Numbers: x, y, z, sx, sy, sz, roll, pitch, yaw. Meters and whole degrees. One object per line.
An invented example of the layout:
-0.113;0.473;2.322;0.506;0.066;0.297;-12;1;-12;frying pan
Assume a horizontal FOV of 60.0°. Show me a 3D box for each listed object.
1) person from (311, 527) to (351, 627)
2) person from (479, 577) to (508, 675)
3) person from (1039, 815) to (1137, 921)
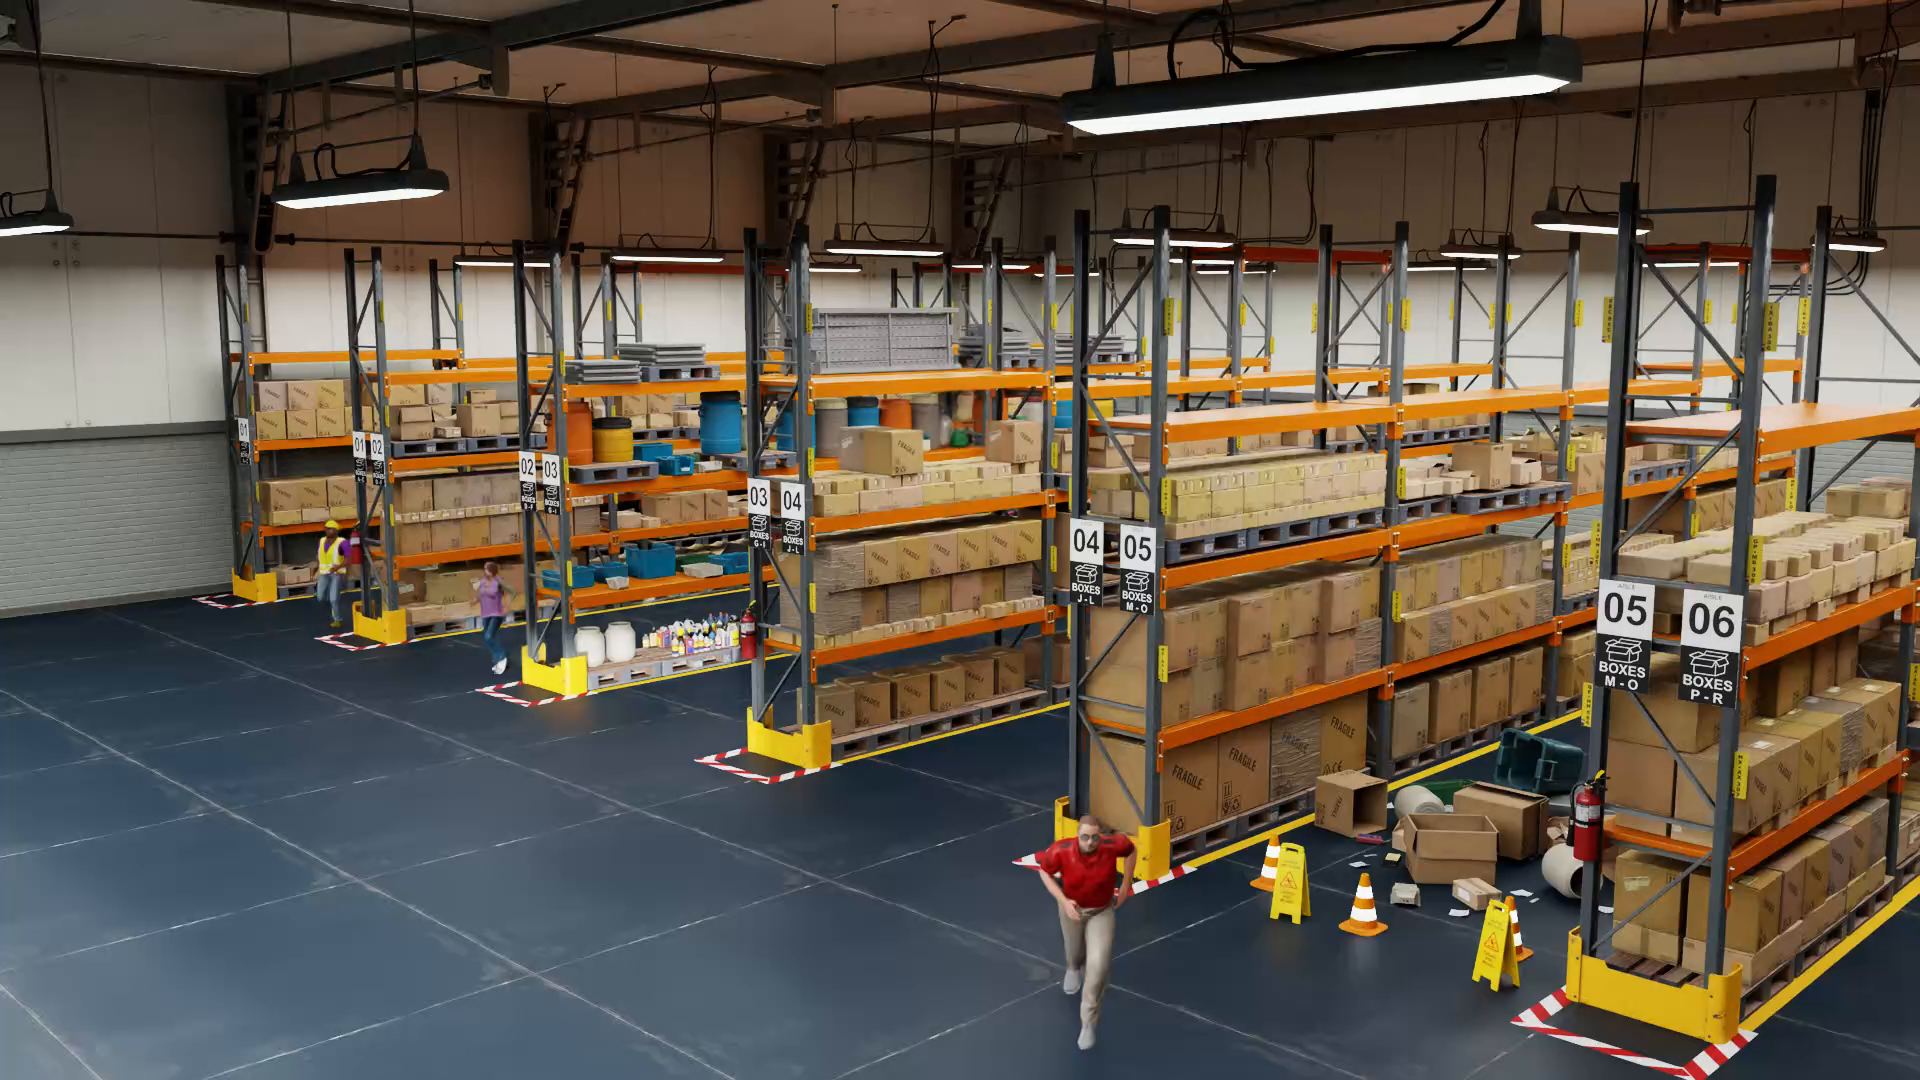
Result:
-10.085;0.560;26.701;0.703;1.681;0.582;2;8;12;person
-6.547;1.196;23.302;0.357;1.366;0.532;4;9;27;person
0.920;2.269;11.675;0.703;0.760;0.467;0;8;-2;person
